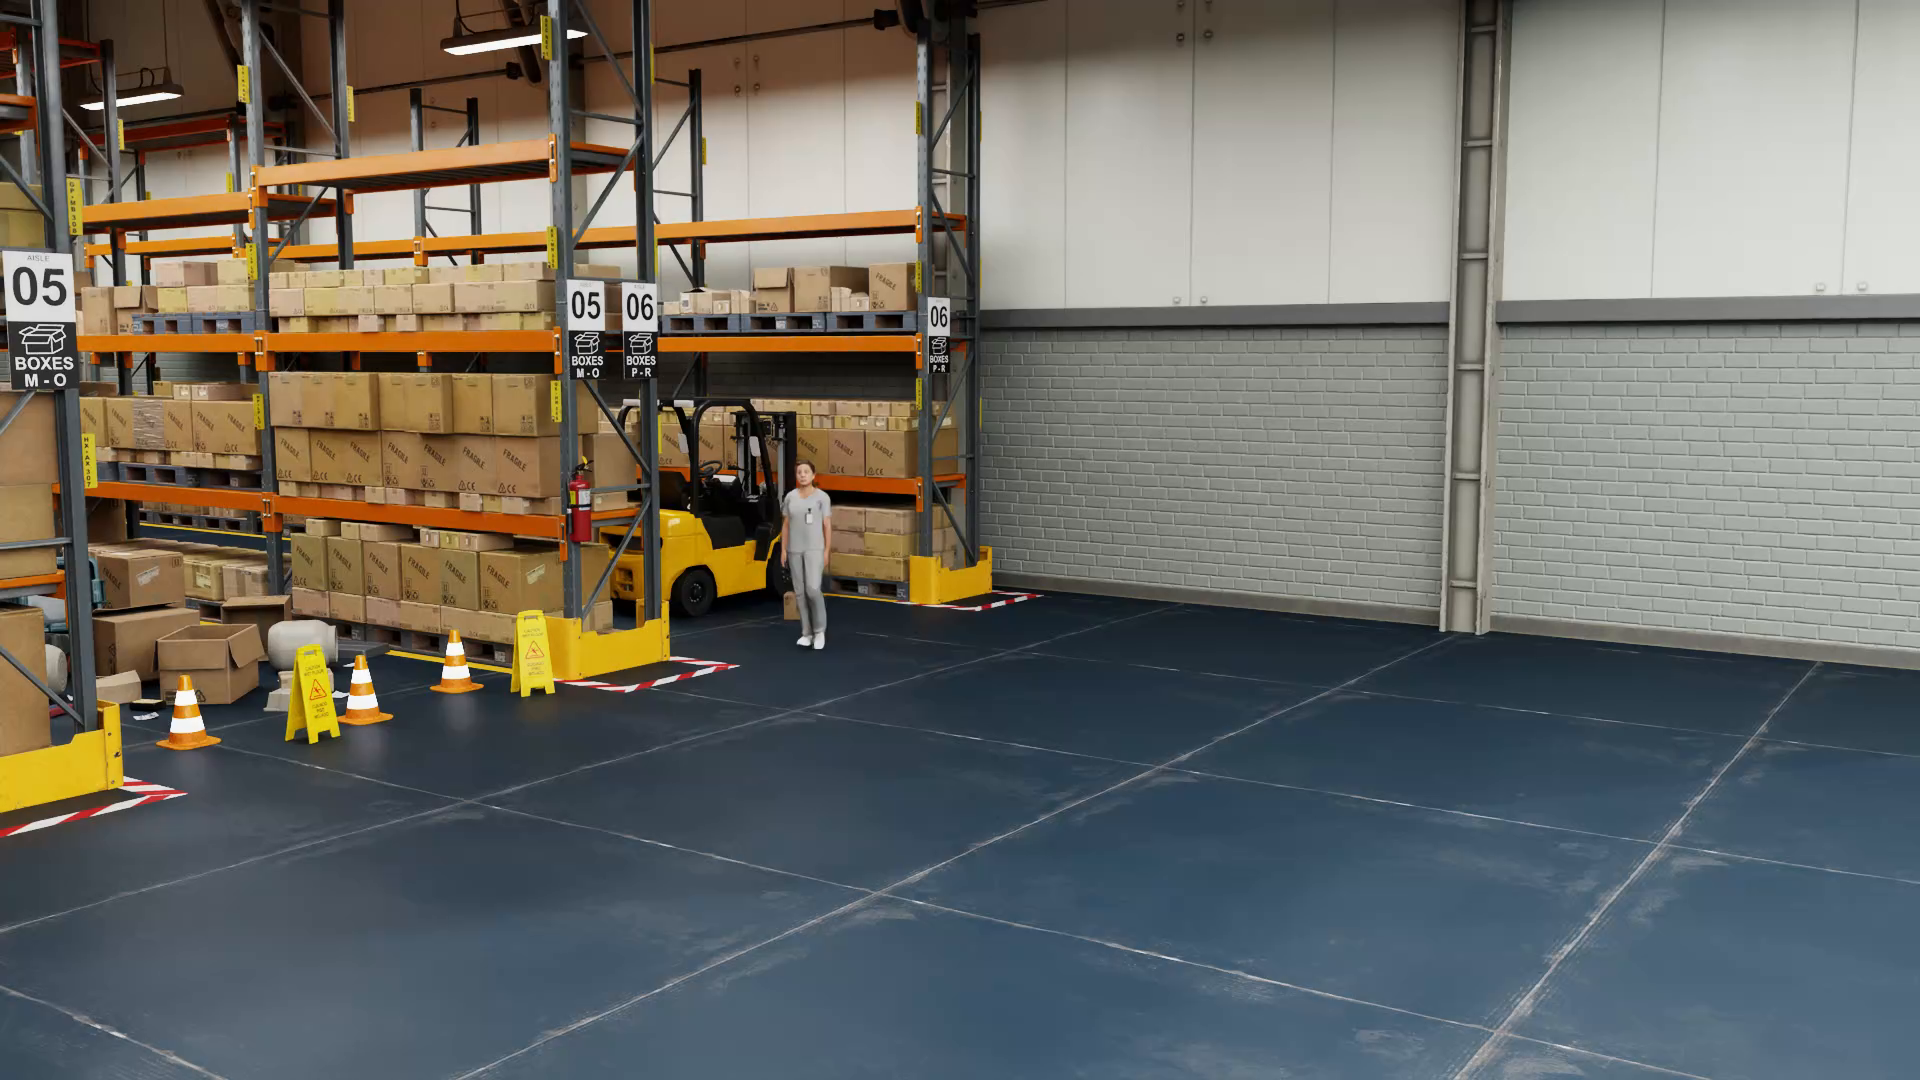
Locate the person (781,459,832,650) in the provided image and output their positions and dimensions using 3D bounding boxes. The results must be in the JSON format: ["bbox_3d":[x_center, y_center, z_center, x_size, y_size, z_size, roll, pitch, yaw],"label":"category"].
[{"bbox_3d":[-1.373,0.132,14.701,0.439,1.685,0.454,2,7,15],"label":"person"}]
